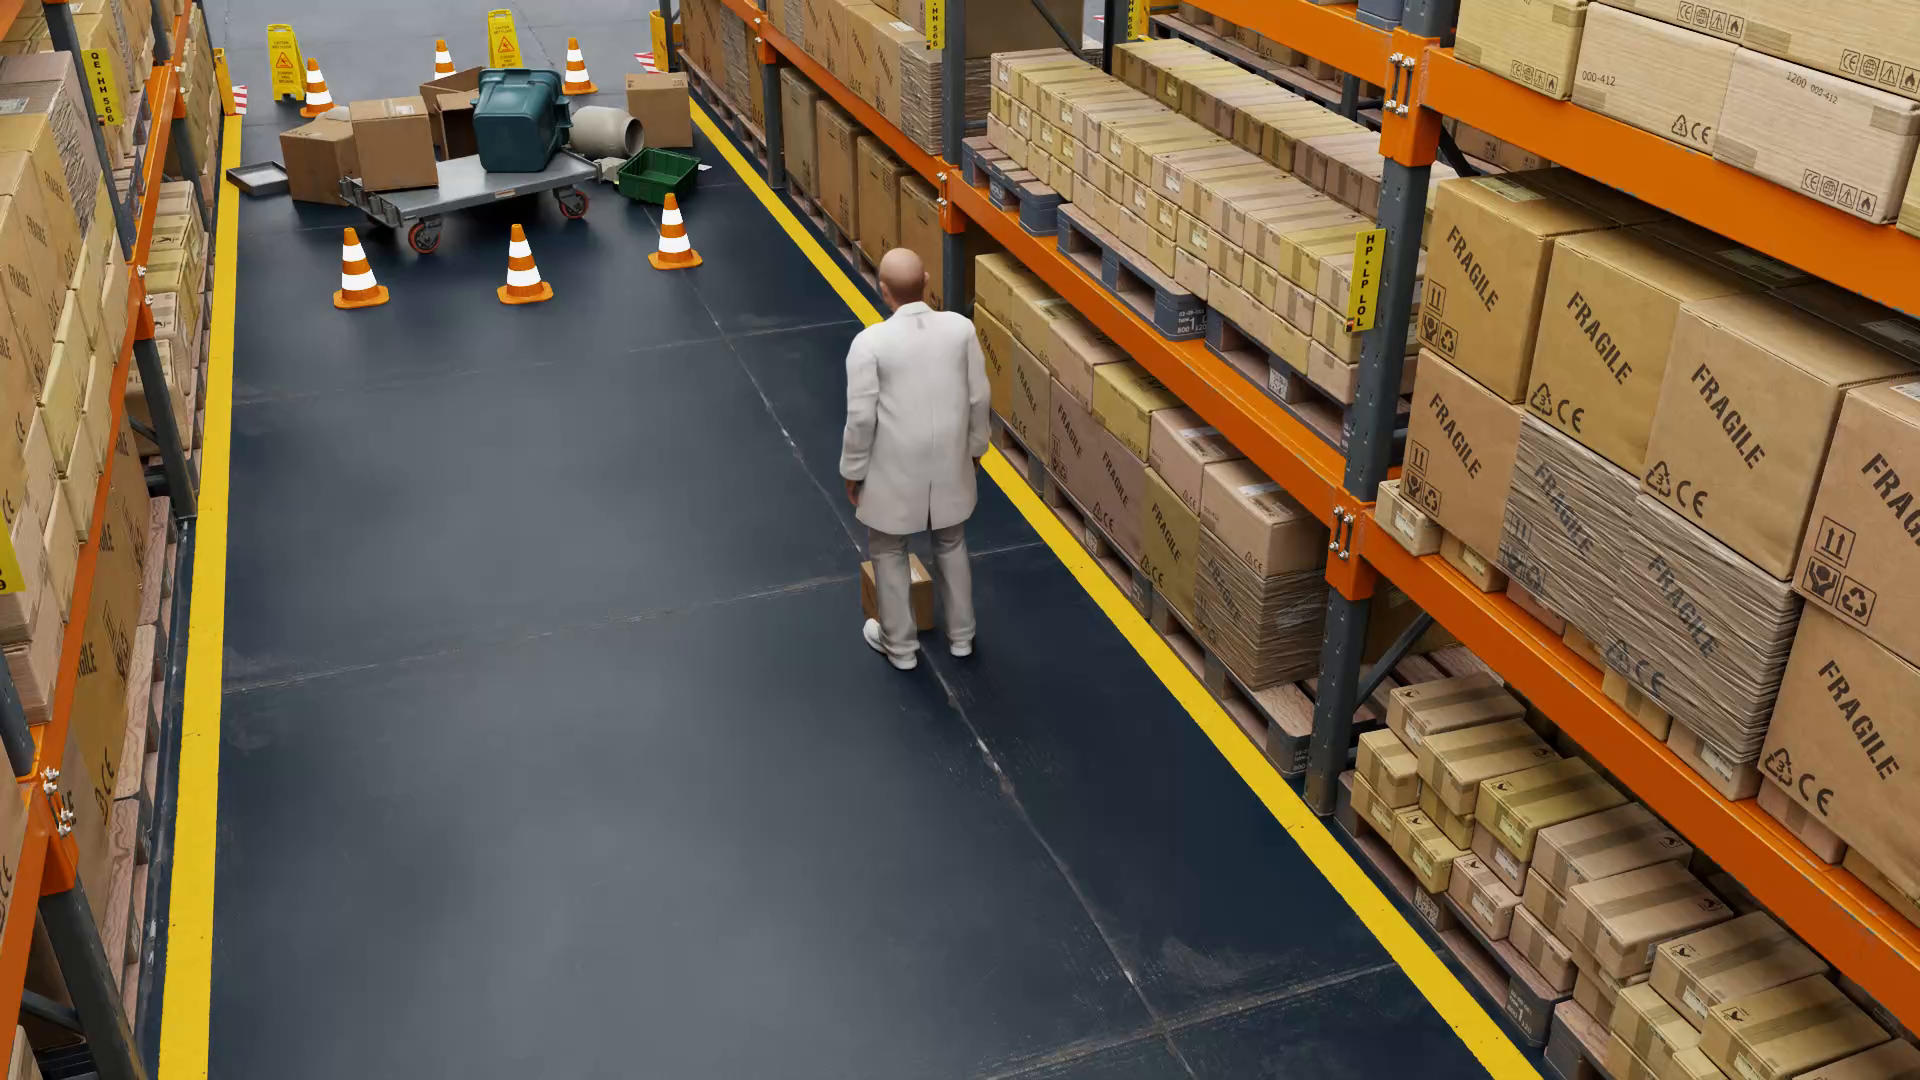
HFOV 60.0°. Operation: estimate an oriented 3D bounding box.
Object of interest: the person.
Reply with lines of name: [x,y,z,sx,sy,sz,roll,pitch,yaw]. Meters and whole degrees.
person: [-0.179,-0.310,6.694,0.635,1.772,0.428,-11,31,-19]
